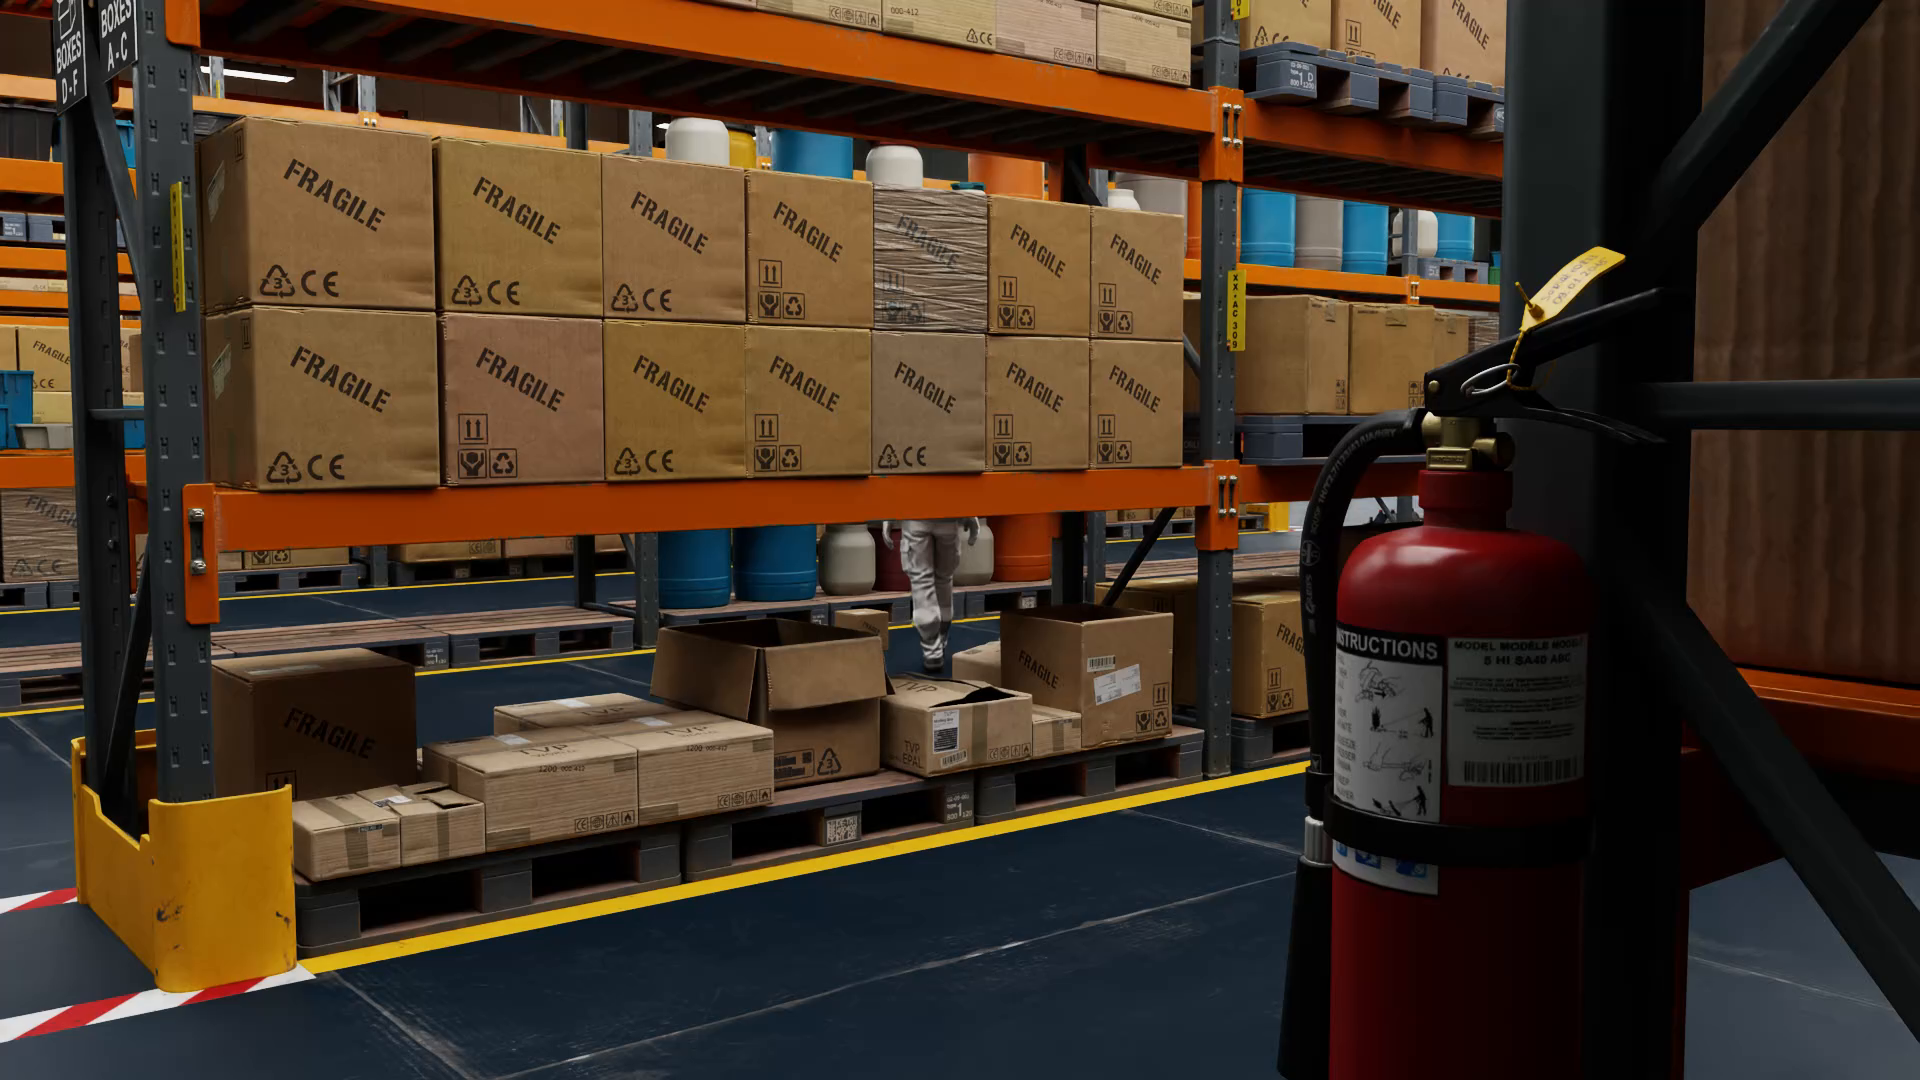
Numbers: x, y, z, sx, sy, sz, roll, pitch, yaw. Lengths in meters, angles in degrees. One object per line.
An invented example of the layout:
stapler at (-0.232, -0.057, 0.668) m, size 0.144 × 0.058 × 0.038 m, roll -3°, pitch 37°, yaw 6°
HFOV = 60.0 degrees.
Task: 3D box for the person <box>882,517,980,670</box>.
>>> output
person at (-0.212, -0.142, 10.086) m, size 0.583 × 1.767 × 0.758 m, roll -1°, pitch 4°, yaw -13°
